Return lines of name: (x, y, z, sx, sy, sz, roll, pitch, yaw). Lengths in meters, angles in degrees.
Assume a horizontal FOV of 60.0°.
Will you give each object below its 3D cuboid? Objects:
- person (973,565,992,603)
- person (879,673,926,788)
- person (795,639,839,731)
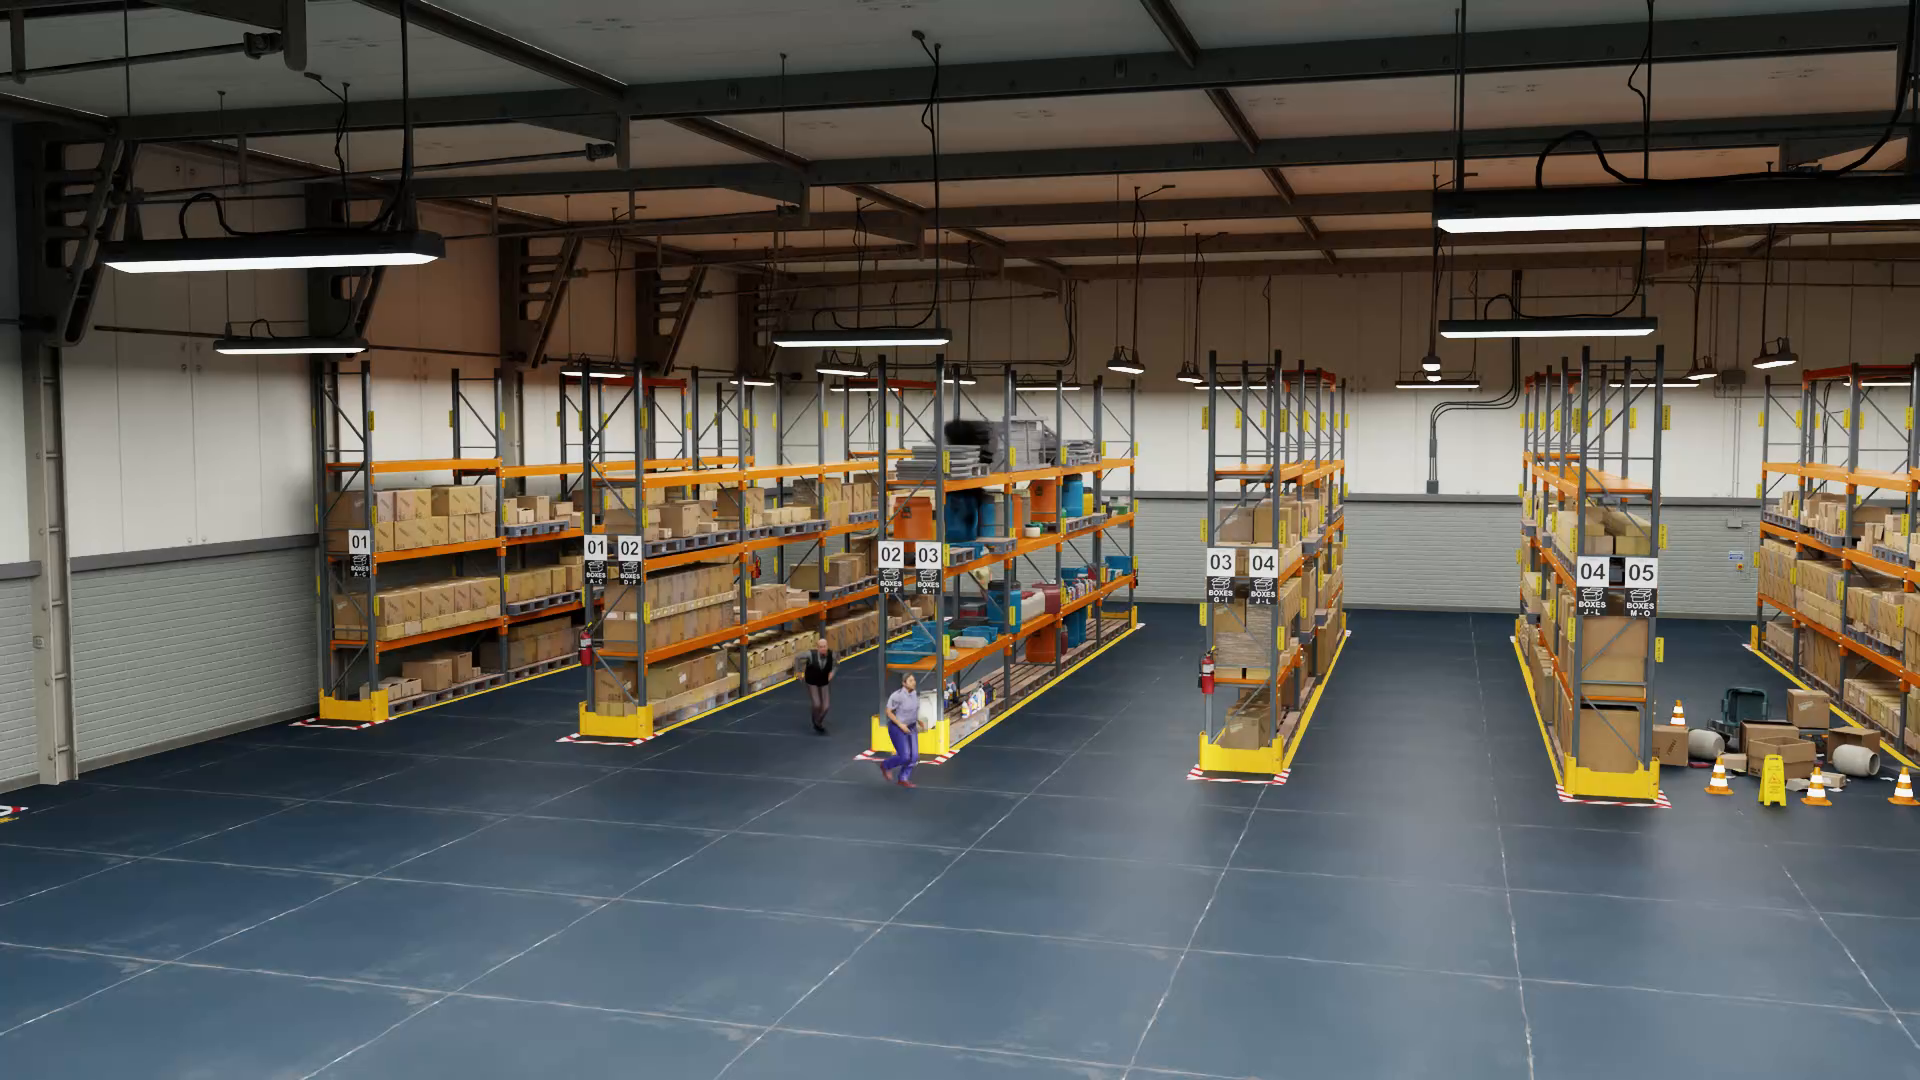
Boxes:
person: (0.642, 1.232, 41.684, 0.696, 1.666, 0.659, -2, 4, -22)
person: (-0.820, 2.595, 22.805, 0.596, 1.582, 0.608, 3, 5, 40)
person: (-2.289, 2.328, 26.626, 0.690, 1.550, 0.836, -1, 4, -15)
